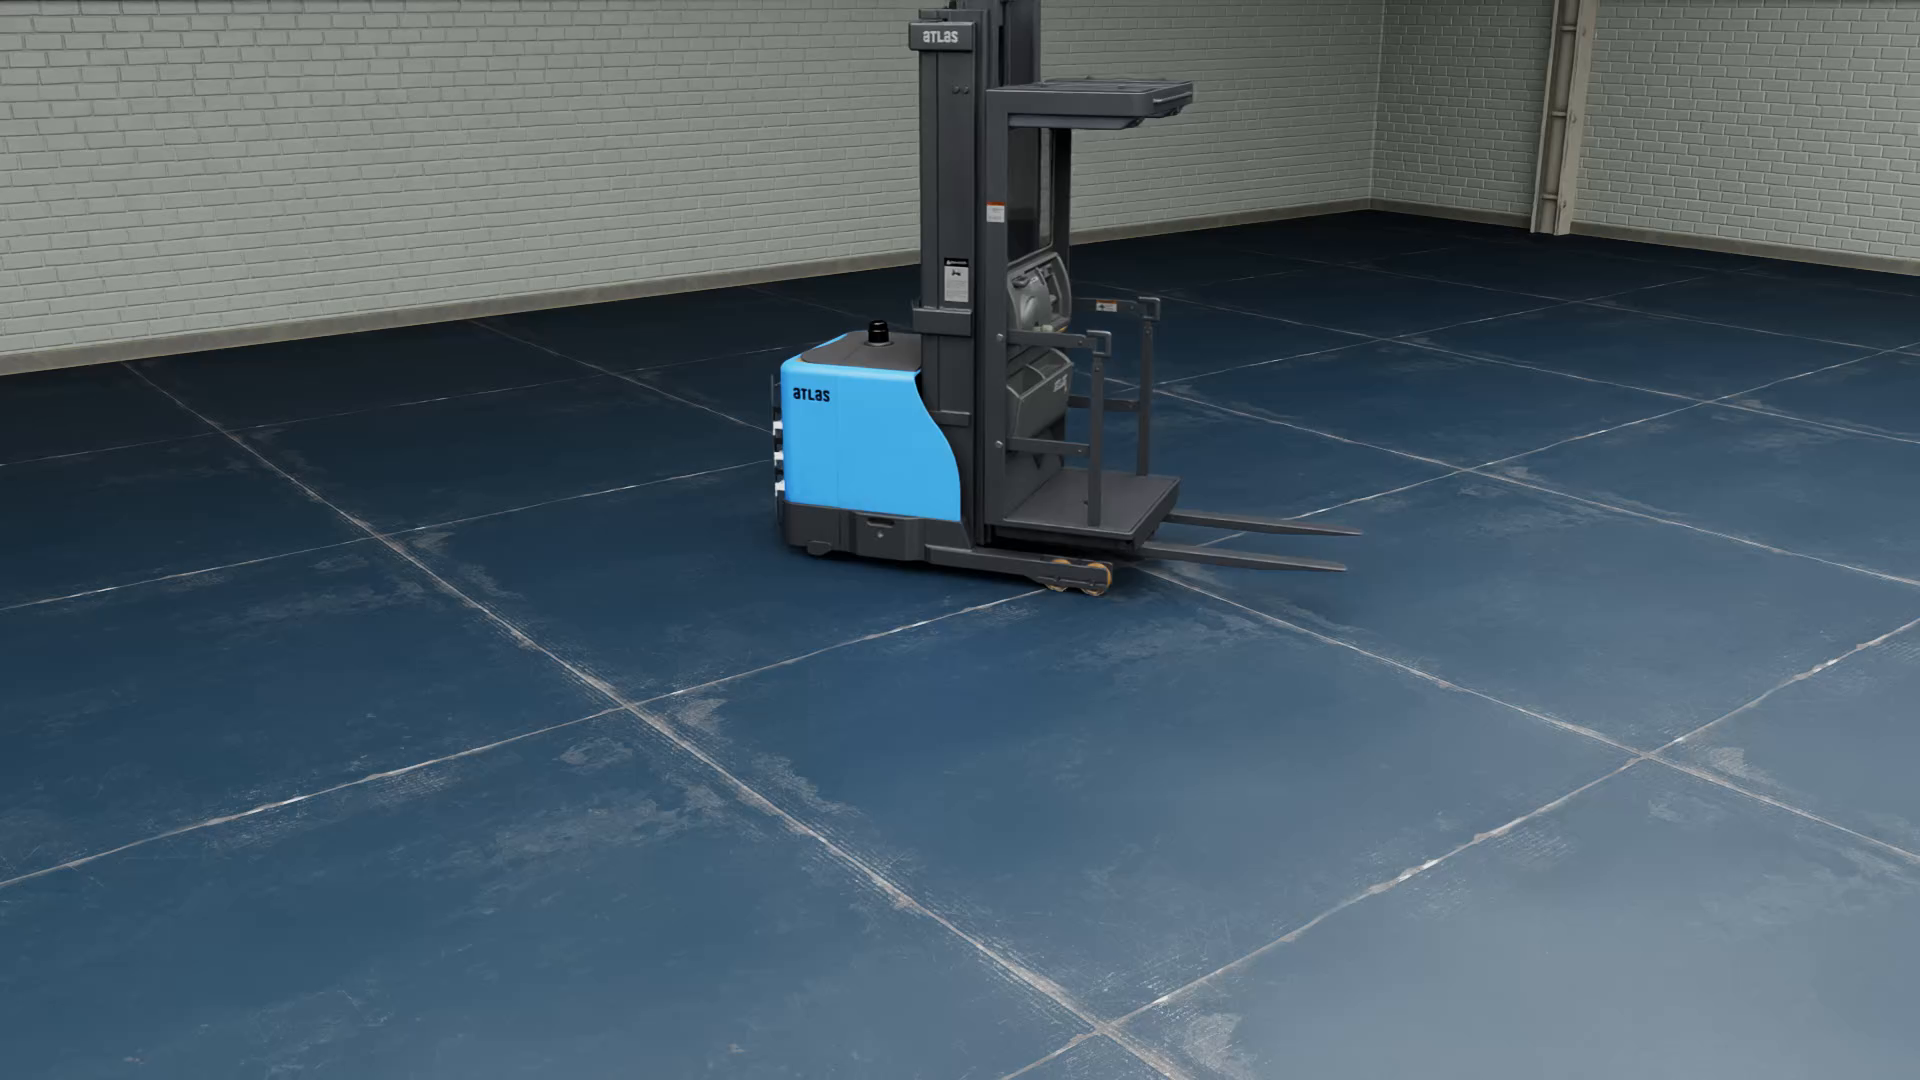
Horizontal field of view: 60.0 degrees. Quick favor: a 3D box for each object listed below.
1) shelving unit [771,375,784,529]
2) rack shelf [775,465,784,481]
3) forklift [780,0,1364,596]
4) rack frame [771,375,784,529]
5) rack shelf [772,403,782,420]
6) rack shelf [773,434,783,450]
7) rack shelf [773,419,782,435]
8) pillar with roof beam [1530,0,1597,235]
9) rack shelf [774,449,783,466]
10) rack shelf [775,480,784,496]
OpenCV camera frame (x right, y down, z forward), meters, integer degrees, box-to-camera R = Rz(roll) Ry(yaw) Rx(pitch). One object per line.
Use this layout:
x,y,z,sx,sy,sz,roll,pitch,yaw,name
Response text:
-0.915,-0.515,9.486,0.210,0.900,0.258,7,19,19,shelving unit
-0.915,-0.398,9.525,0.200,0.077,0.258,7,19,19,rack shelf
0.601,-1.294,8.609,3.031,2.935,1.130,7,19,19,forklift
-1.010,-0.526,9.520,0.006,0.900,0.240,7,19,19,rack frame
-0.915,-0.740,9.412,0.200,0.077,0.258,7,19,19,rack shelf
-0.915,-0.569,9.468,0.200,0.077,0.258,7,19,19,rack shelf
-0.915,-0.654,9.440,0.200,0.077,0.258,7,19,19,rack shelf
4.147,-7.349,17.240,9.100,9.000,0.400,-14,23,-36,pillar with roof beam
-0.915,-0.483,9.497,0.200,0.077,0.258,7,19,19,rack shelf
-0.915,-0.312,9.553,0.200,0.077,0.258,7,19,19,rack shelf
